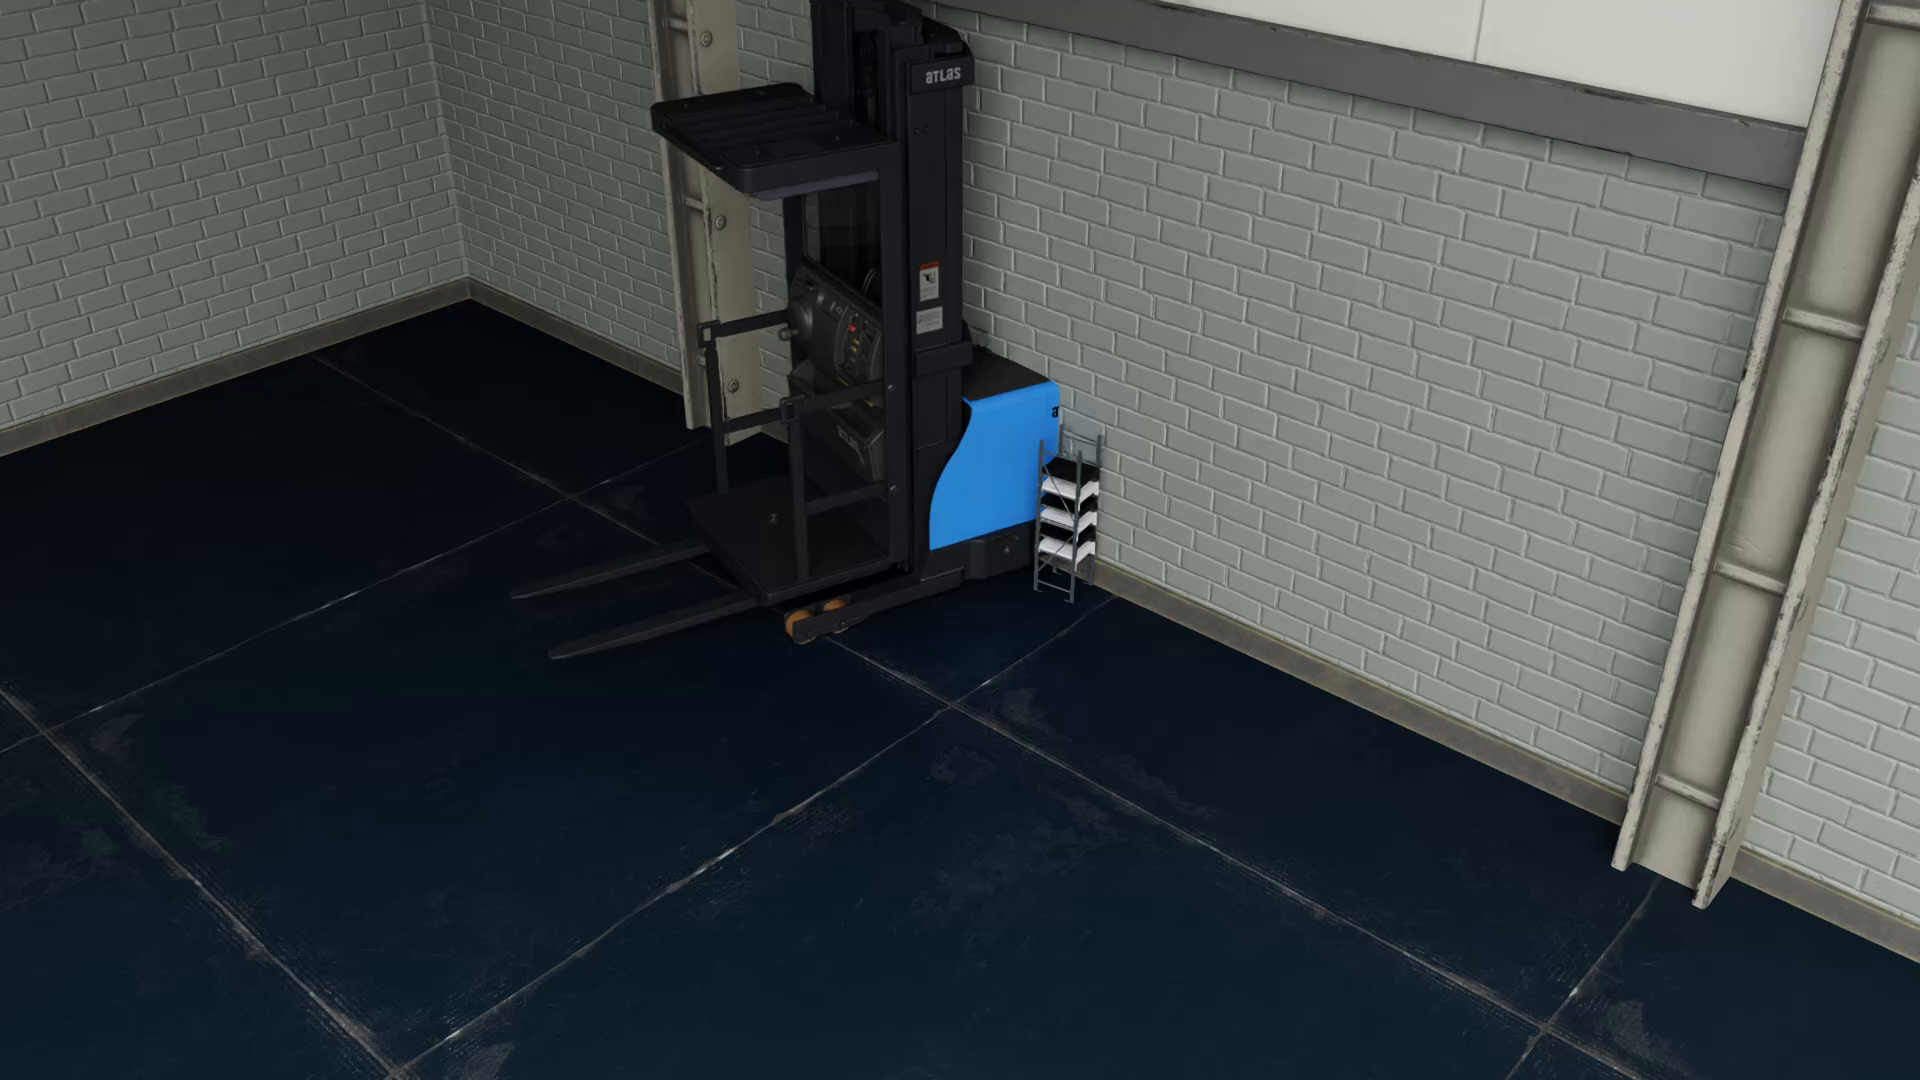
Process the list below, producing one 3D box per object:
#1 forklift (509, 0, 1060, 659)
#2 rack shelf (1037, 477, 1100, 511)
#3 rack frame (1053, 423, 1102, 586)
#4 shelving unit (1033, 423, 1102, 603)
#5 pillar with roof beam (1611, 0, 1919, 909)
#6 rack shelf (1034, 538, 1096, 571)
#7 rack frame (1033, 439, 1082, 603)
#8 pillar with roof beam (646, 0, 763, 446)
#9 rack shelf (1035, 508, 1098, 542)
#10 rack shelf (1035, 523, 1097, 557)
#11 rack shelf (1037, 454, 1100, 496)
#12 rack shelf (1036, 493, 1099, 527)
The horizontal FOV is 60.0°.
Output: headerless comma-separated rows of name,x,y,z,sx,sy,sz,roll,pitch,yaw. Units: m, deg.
forklift,-0.800,-1.044,8.143,3.031,2.935,1.130,-17,35,-26
rack shelf,0.553,-0.256,8.515,0.258,0.077,0.200,19,36,27
rack frame,0.606,-0.176,8.665,0.240,0.900,0.006,19,36,27
shelving unit,0.552,-0.131,8.592,0.258,0.900,0.210,19,36,27
pillar with roof beam,0.090,-0.833,1.909,0.400,9.000,9.100,25,39,35
rack shelf,0.549,0.050,8.703,0.258,0.077,0.200,19,36,27
rack frame,0.497,-0.087,8.519,0.240,0.900,0.006,19,36,27
pillar with roof beam,-4.358,-2.910,5.358,0.400,9.000,9.100,25,39,35
rack shelf,0.551,-0.103,8.609,0.258,0.077,0.200,19,36,27
rack shelf,0.550,-0.026,8.656,0.258,0.077,0.200,19,36,27
rack shelf,0.554,-0.333,8.468,0.258,0.077,0.200,19,36,27
rack shelf,0.552,-0.180,8.562,0.258,0.077,0.200,19,36,27
